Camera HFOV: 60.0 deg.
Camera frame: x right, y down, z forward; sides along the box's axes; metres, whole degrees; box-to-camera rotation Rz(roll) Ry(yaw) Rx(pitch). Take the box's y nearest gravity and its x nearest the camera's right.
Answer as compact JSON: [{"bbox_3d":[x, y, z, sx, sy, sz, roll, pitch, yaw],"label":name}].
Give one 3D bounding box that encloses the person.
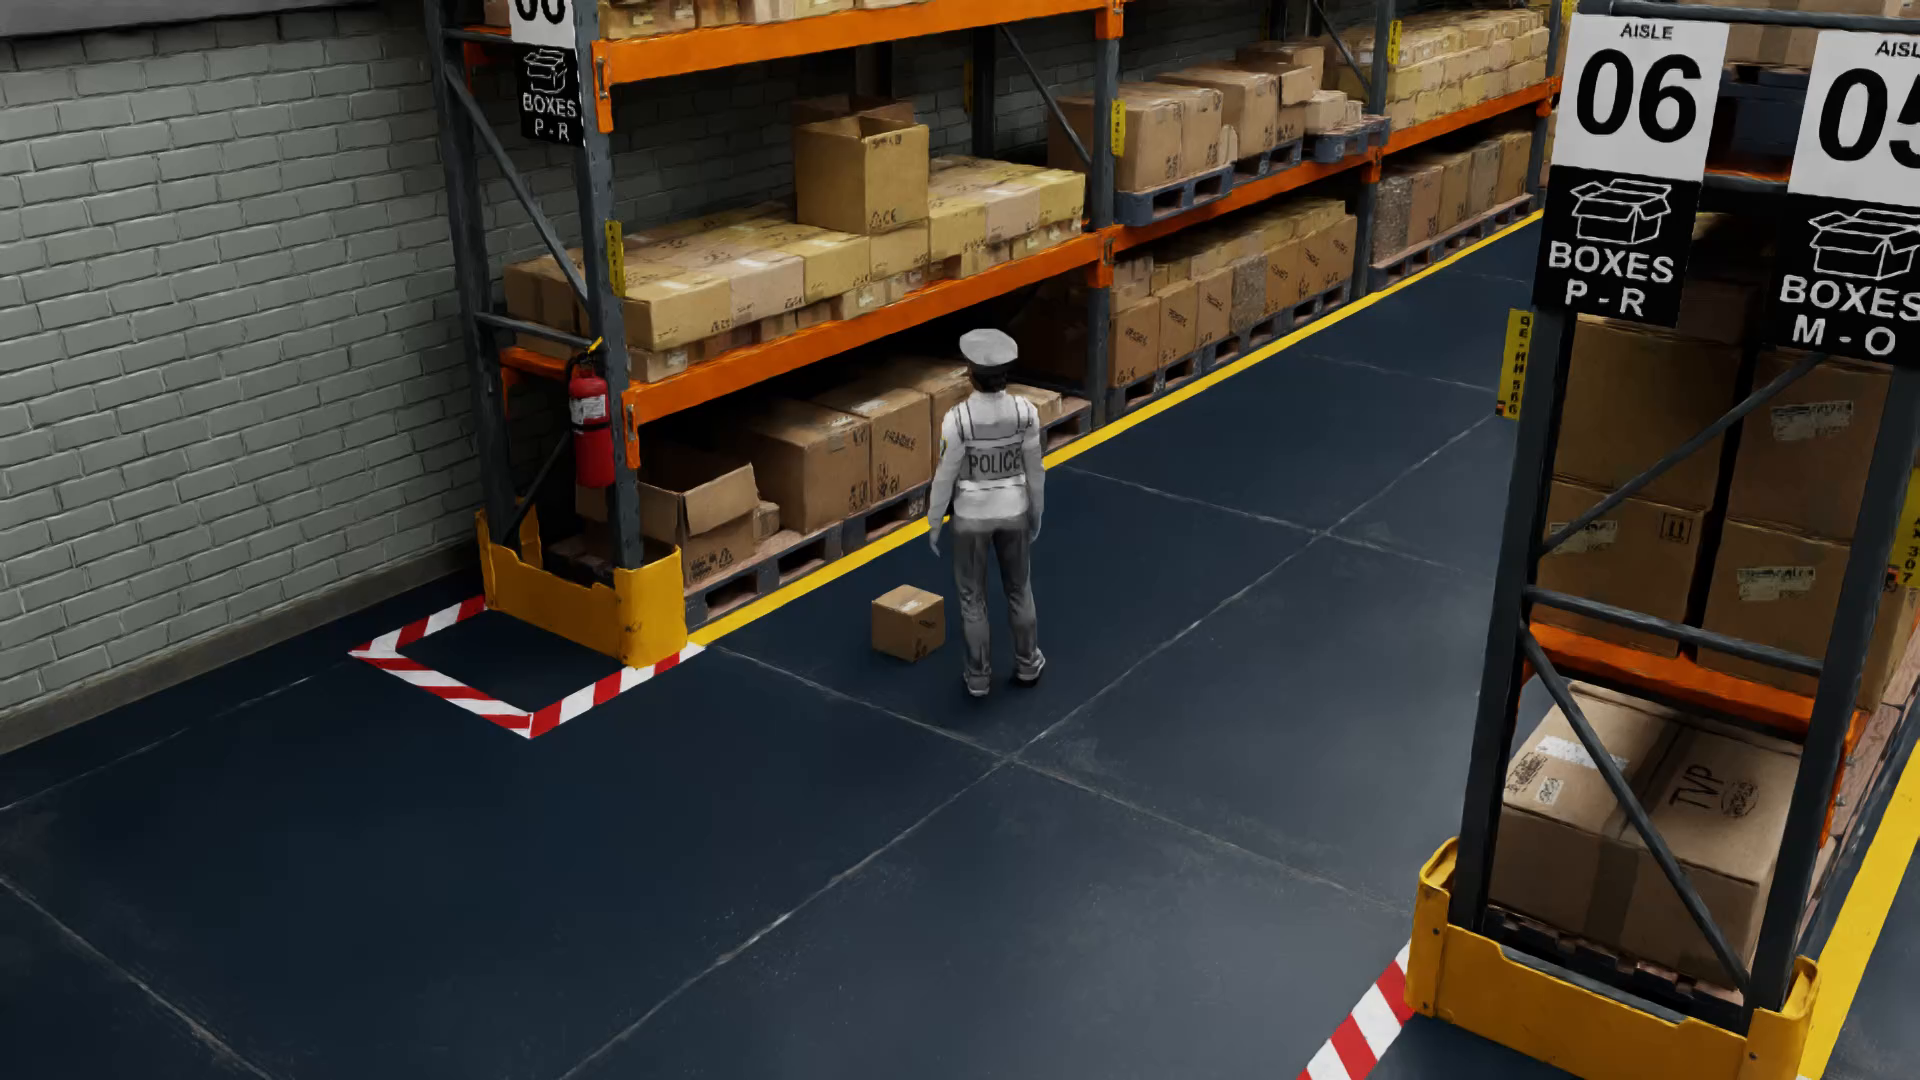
[{"bbox_3d":[0.144,-0.114,7.305,0.618,1.689,0.387,-8,25,-18],"label":"person"}]
